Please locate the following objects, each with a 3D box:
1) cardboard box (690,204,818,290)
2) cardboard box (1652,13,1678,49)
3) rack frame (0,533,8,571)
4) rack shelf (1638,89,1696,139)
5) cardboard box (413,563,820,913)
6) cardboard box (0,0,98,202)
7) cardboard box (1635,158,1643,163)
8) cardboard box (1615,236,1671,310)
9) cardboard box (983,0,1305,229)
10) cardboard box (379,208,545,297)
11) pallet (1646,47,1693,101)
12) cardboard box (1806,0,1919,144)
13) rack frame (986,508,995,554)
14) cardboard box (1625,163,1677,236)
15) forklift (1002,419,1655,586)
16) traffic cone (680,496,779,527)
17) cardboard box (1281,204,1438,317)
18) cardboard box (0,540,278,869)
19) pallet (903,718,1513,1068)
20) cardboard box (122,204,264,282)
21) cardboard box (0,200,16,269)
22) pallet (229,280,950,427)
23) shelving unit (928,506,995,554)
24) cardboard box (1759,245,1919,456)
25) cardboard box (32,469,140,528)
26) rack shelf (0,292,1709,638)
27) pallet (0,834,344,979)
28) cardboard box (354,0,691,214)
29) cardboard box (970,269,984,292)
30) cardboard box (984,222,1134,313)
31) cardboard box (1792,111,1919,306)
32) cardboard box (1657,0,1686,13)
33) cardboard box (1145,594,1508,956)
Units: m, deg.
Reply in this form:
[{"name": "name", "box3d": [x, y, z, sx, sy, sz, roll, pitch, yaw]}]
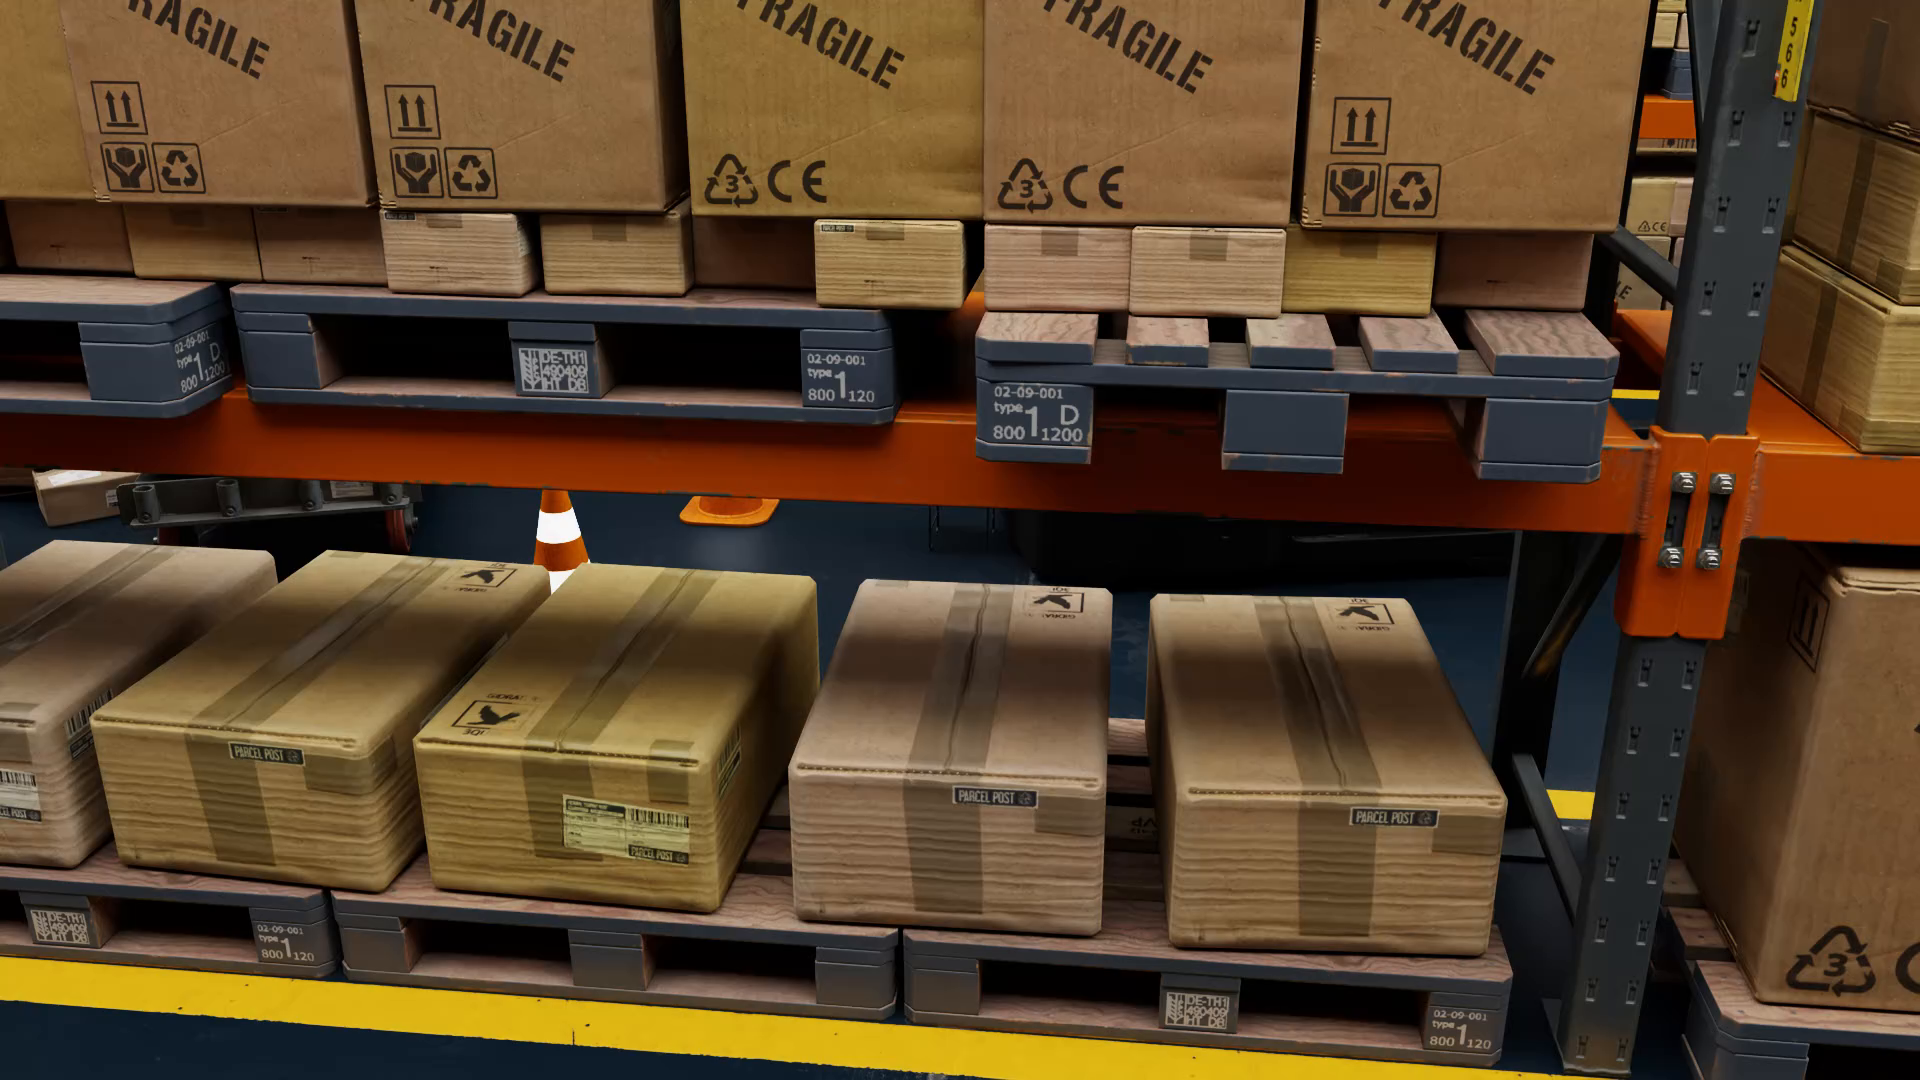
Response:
[{"name": "cardboard box", "box3d": [-0.331, -0.586, 3.112, 0.250, 0.149, 0.380, 3, 22, 7]}, {"name": "cardboard box", "box3d": [3.016, -2.285, 7.409, 0.250, 0.149, 0.380, 3, 22, 9]}, {"name": "rack frame", "box3d": [-2.661, -0.695, 3.618, 0.127, 3.000, 1.000, 2, 22, 6]}, {"name": "rack shelf", "box3d": [3.779, -1.912, 7.676, 4.000, 0.370, 1.077, 2, 22, 6]}, {"name": "cardboard box", "box3d": [-0.735, 0.413, 3.819, 0.625, 0.372, 0.950, 3, 22, 8]}, {"name": "cardboard box", "box3d": [-1.732, -0.929, 3.097, 0.500, 0.500, 0.500, 3, 22, 6]}, {"name": "cardboard box", "box3d": [3.006, -1.763, 8.129, 0.500, 0.250, 0.500, 3, 22, 7]}, {"name": "cardboard box", "box3d": [2.965, -1.222, 7.780, 0.500, 0.500, 0.500, 3, 22, 7]}, {"name": "cardboard box", "box3d": [0.312, -0.839, 2.869, 0.500, 0.500, 0.500, 2, 22, 5]}, {"name": "cardboard box", "box3d": [-0.858, -0.568, 3.066, 0.250, 0.149, 0.380, 3, 22, 8]}, {"name": "pallet", "box3d": [3.764, -2.174, 7.619, 1.213, 0.211, 1.003, 2, 22, 6]}, {"name": "cardboard box", "box3d": [1.772, -0.923, 2.698, 0.500, 0.500, 0.500, 2, 22, 5]}, {"name": "rack frame", "box3d": [0.109, -0.414, 5.762, 0.006, 0.900, 0.240, 2, 22, 6]}, {"name": "cardboard box", "box3d": [2.953, -1.575, 7.653, 0.500, 0.250, 0.500, 2, 22, 6]}, {"name": "forklift", "box3d": [1.668, -1.438, 5.589, 3.031, 2.935, 1.130, -3, 22, -7]}, {"name": "traffic cone", "box3d": [-0.859, -0.325, 6.133, 0.334, 0.463, 0.336, 2, 22, 6]}, {"name": "cardboard box", "box3d": [0.683, -0.514, 2.930, 0.250, 0.149, 0.380, 3, 22, 7]}, {"name": "cardboard box", "box3d": [-2.140, 0.354, 3.969, 0.625, 0.372, 0.950, 3, 22, 7]}, {"name": "pallet", "box3d": [0.535, 0.740, 3.780, 1.213, 0.211, 1.003, 2, 22, 6]}, {"name": "cardboard box", "box3d": [-1.362, -0.609, 3.172, 0.250, 0.149, 0.380, 3, 22, 7]}, {"name": "cardboard box", "box3d": [-1.903, -0.620, 3.199, 0.250, 0.149, 0.380, 3, 22, 7]}, {"name": "pallet", "box3d": [-0.660, -0.503, 3.394, 1.213, 0.211, 1.003, 2, 22, 6]}, {"name": "shelving unit", "box3d": [0.008, -0.418, 5.773, 0.210, 0.900, 0.258, 2, 22, 6]}, {"name": "cardboard box", "box3d": [1.767, -0.339, 2.922, 0.500, 0.250, 0.500, 2, 22, 5]}, {"name": "cardboard box", "box3d": [-3.218, -0.242, 6.192, 0.396, 0.266, 0.258, -14, 25, -31]}, {"name": "rack shelf", "box3d": [-0.675, -0.274, 3.531, 4.000, 0.370, 1.077, 2, 22, 6]}, {"name": "pallet", "box3d": [-1.888, 0.635, 4.047, 1.213, 0.211, 1.003, 2, 22, 6]}, {"name": "cardboard box", "box3d": [-0.731, -0.884, 2.984, 0.500, 0.500, 0.500, 2, 22, 4]}, {"name": "cardboard box", "box3d": [0.331, -1.578, 8.341, 0.750, 0.750, 1.050, 3, 22, 7]}, {"name": "cardboard box", "box3d": [0.179, -0.522, 2.951, 0.250, 0.149, 0.380, 1, 22, 4]}, {"name": "cardboard box", "box3d": [1.785, -0.573, 2.832, 0.500, 0.250, 0.500, 2, 22, 6]}, {"name": "cardboard box", "box3d": [3.035, -2.424, 7.357, 0.250, 0.149, 0.380, 3, 22, 7]}, {"name": "cardboard box", "box3d": [0.751, 0.477, 3.657, 0.625, 0.372, 0.950, 1, 22, 3]}]
